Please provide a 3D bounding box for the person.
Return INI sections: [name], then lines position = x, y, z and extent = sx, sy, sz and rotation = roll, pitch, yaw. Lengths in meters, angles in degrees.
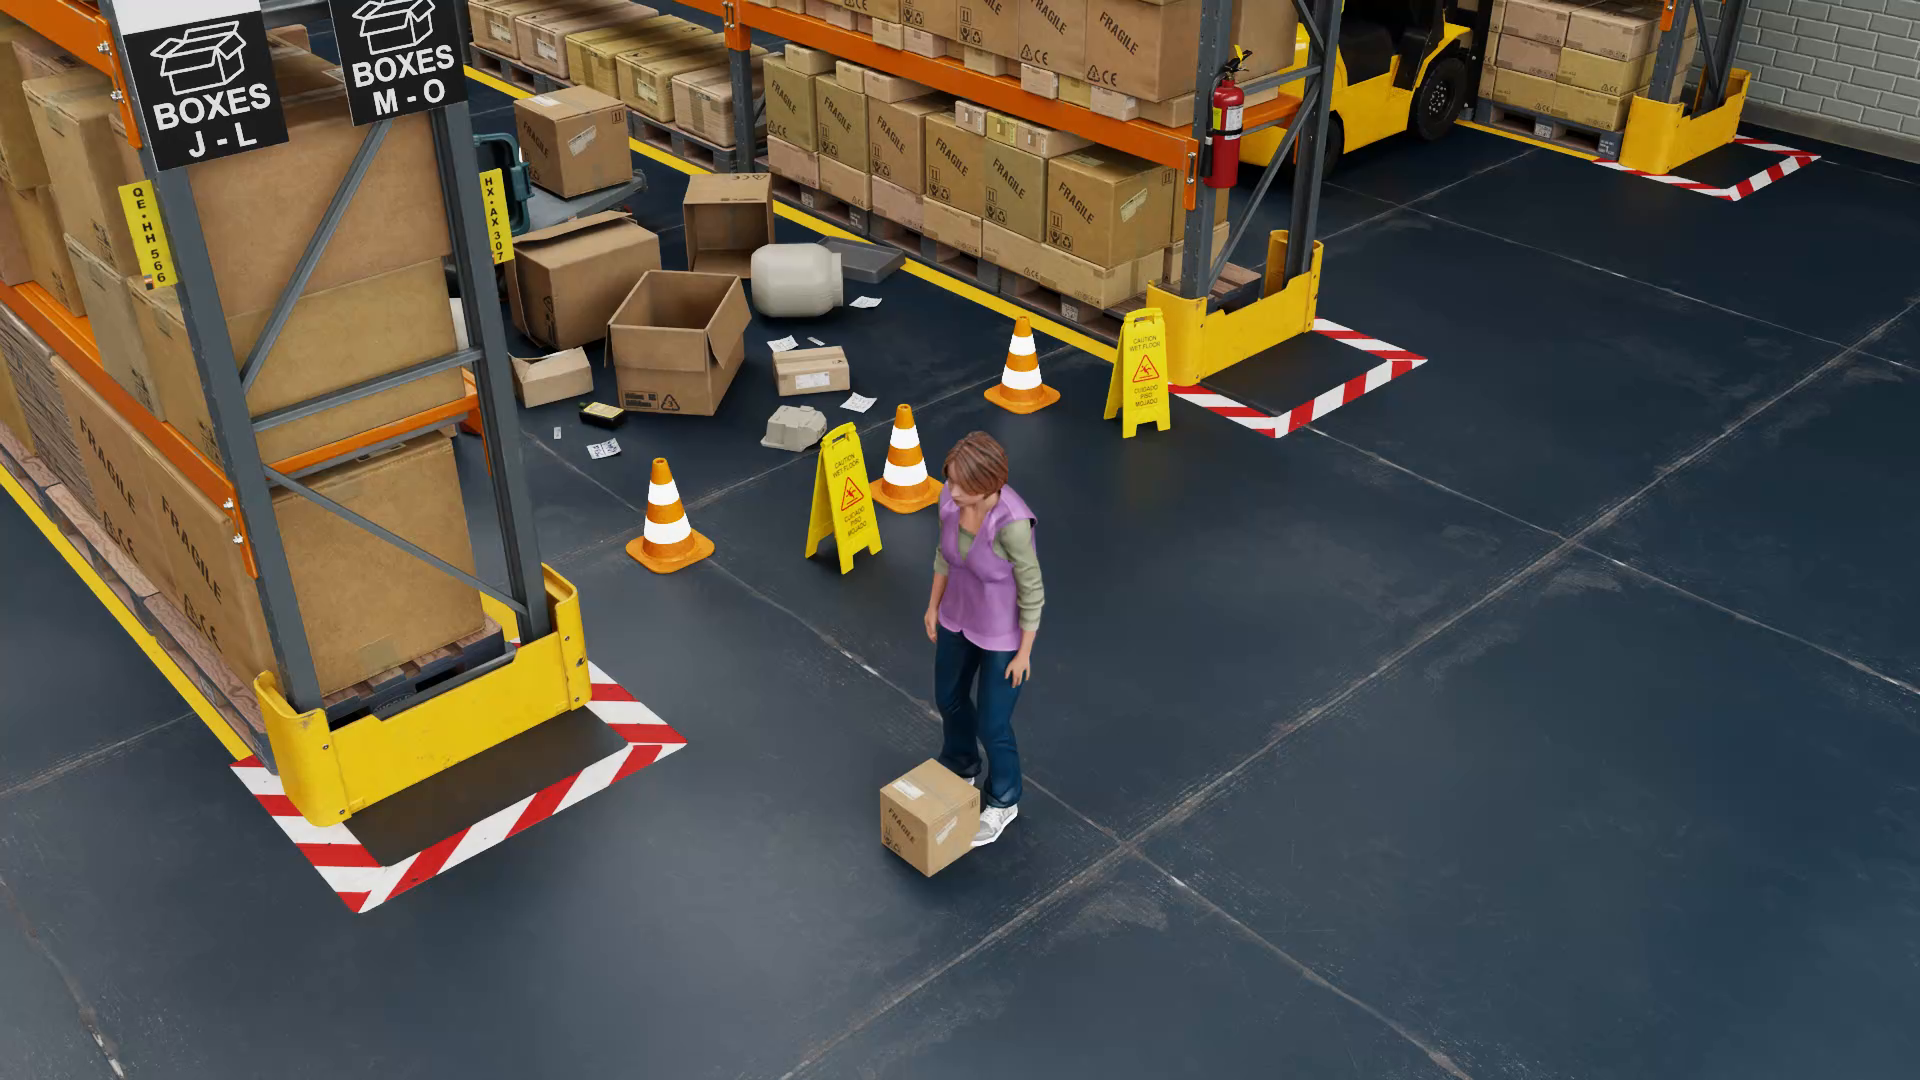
[person]
position = 0.097, 0.366, 5.693
extent = 0.461, 1.326, 0.291
rotation = 27, 41, 36
